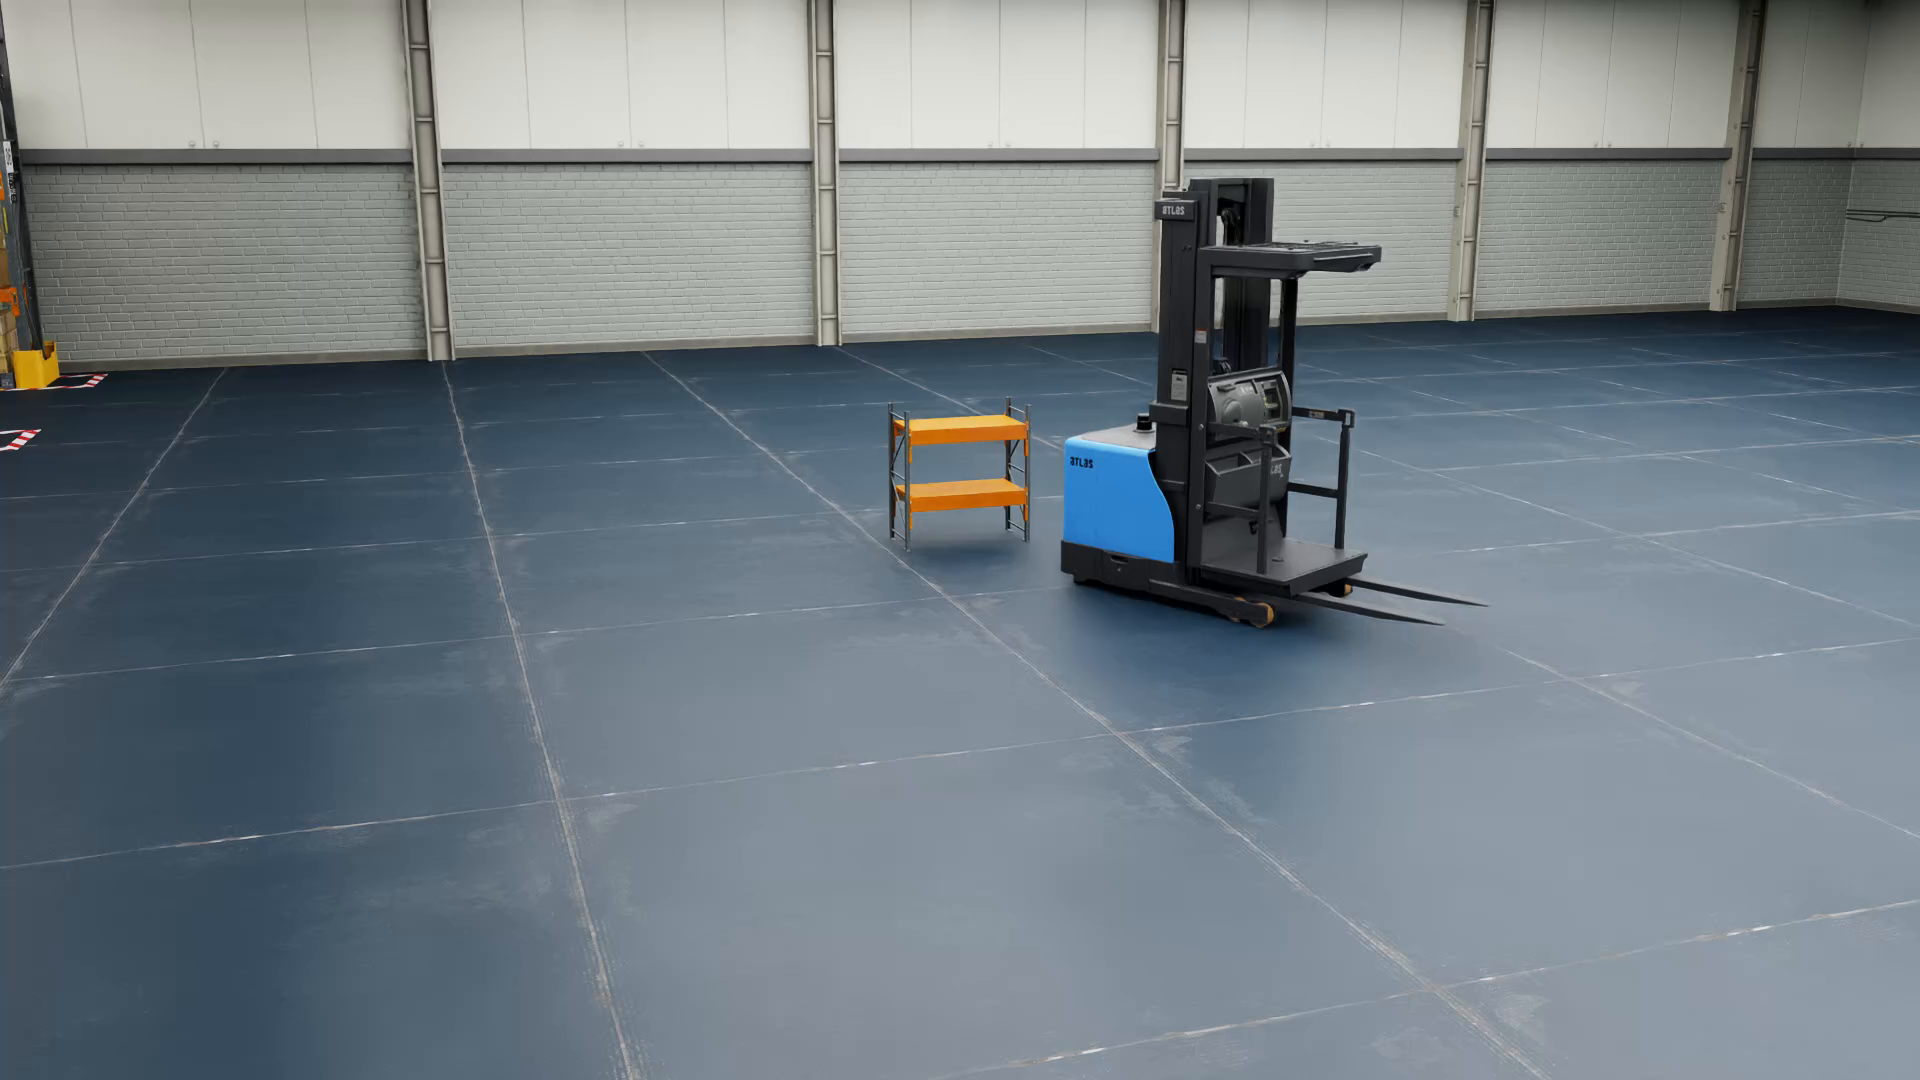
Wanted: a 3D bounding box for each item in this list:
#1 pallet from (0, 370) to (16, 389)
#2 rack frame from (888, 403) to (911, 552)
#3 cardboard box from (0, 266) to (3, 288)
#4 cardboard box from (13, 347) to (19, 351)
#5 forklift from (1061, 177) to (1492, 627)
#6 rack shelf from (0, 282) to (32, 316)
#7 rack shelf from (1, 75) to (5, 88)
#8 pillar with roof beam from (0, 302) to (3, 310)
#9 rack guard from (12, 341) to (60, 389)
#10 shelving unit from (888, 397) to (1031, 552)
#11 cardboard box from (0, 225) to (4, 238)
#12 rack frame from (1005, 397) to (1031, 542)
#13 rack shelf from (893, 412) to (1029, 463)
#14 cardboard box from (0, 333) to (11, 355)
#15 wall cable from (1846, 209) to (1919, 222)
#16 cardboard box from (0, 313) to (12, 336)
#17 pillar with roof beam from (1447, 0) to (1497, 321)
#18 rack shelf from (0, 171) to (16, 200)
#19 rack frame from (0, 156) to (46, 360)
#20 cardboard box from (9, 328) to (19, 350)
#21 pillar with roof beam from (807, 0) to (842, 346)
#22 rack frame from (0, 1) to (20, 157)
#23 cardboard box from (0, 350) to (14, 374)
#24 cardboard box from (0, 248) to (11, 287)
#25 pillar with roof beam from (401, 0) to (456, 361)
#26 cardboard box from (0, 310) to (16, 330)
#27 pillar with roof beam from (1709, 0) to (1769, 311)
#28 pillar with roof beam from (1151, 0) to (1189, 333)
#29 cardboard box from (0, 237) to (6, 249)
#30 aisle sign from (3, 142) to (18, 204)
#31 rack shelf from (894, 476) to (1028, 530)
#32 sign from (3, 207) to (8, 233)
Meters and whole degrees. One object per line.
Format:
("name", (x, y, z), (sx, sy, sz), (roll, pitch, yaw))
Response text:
("pallet", (-13.280, -2.176, 22.334), (1.213, 0.211, 1.003), (-4, 14, -18))
("rack frame", (-0.488, -0.509, 13.353), (0.032, 1.125, 0.500), (-4, 14, -18))
("cardboard box", (-12.952, -3.553, 21.881), (0.500, 0.500, 0.500), (-5, 14, -19))
("cardboard box", (-13.097, -2.471, 22.585), (0.500, 0.250, 0.500), (-4, 14, -18))
("forklift", (2.165, -0.975, 11.407), (3.031, 2.935, 1.130), (12, 18, 42))
("rack shelf", (-14.464, -3.101, 21.750), (4.000, 0.370, 1.077), (-4, 14, -18))
("rack shelf", (-14.464, -5.825, 21.102), (4.000, 0.370, 1.077), (-4, 14, -18))
("pillar with roof beam", (-12.143, -5.719, 18.239), (0.400, 9.000, 9.100), (-4, 14, -18))
("rack guard", (-12.546, -2.384, 22.584), (0.348, 0.500, 1.175), (-4, 14, -18))
("shelving unit", (-0.006, -0.547, 13.511), (1.048, 1.125, 0.538), (-4, 14, -18))
("cardboard box", (-12.955, -4.129, 22.259), (0.250, 0.149, 0.380), (-5, 14, -19))
("rack frame", (0.475, -0.584, 13.668), (0.032, 1.125, 0.500), (-4, 14, -18))
("rack shelf", (-0.006, -0.831, 13.443), (1.000, 0.278, 0.538), (-4, 14, -18))
("cardboard box", (-12.930, -2.603, 22.060), (0.500, 0.250, 0.500), (-5, 14, -19))
("wall cable", (18.131, -7.294, 31.571), (0.112, 2.526, 3.097), (-4, 14, -18))
("cardboard box", (-12.906, -2.849, 22.011), (0.500, 0.250, 0.500), (-4, 14, -16))
("pillar with roof beam", (10.603, -7.490, 25.686), (0.400, 9.000, 9.100), (-4, 14, -18))
("rack shelf", (-14.464, -4.560, 21.403), (4.000, 0.370, 1.077), (-4, 14, -18))
("rack frame", (-12.569, -3.598, 22.288), (0.127, 3.000, 1.000), (-4, 14, -18))
("cardboard box", (-13.081, -2.719, 22.545), (0.500, 0.250, 0.500), (-4, 14, -17))
("pillar with roof beam", (-0.770, -6.604, 21.962), (0.400, 9.000, 9.100), (-4, 14, -18))
("rack frame", (-12.569, -6.517, 21.593), (0.127, 3.000, 1.000), (-4, 14, -18))
("cardboard box", (-12.913, -2.361, 22.120), (0.500, 0.250, 0.500), (-4, 14, -18))
("cardboard box", (-13.127, -3.671, 22.378), (0.500, 0.500, 0.500), (-4, 14, -16))
("pillar with roof beam", (-6.457, -6.162, 20.101), (0.400, 9.000, 9.100), (-4, 14, -18))
("cardboard box", (-13.085, -2.957, 22.467), (0.500, 0.250, 0.500), (-5, 14, -19))
("pillar with roof beam", (16.290, -7.933, 27.547), (0.400, 9.000, 9.100), (-4, 14, -18))
("pillar with roof beam", (4.917, -7.047, 23.824), (0.400, 9.000, 9.100), (-4, 14, -18))
("cardboard box", (-12.973, -3.994, 22.335), (0.250, 0.149, 0.380), (-5, 14, -20))
("aisle sign", (-12.413, -4.803, 21.736), (0.004, 0.787, 0.394), (-4, 14, -18))
("rack shelf", (-0.006, -0.309, 13.567), (1.000, 0.278, 0.538), (-4, 14, -18))
("sign", (-12.409, -4.157, 21.622), (0.005, 0.325, 0.100), (-4, 14, -18))
